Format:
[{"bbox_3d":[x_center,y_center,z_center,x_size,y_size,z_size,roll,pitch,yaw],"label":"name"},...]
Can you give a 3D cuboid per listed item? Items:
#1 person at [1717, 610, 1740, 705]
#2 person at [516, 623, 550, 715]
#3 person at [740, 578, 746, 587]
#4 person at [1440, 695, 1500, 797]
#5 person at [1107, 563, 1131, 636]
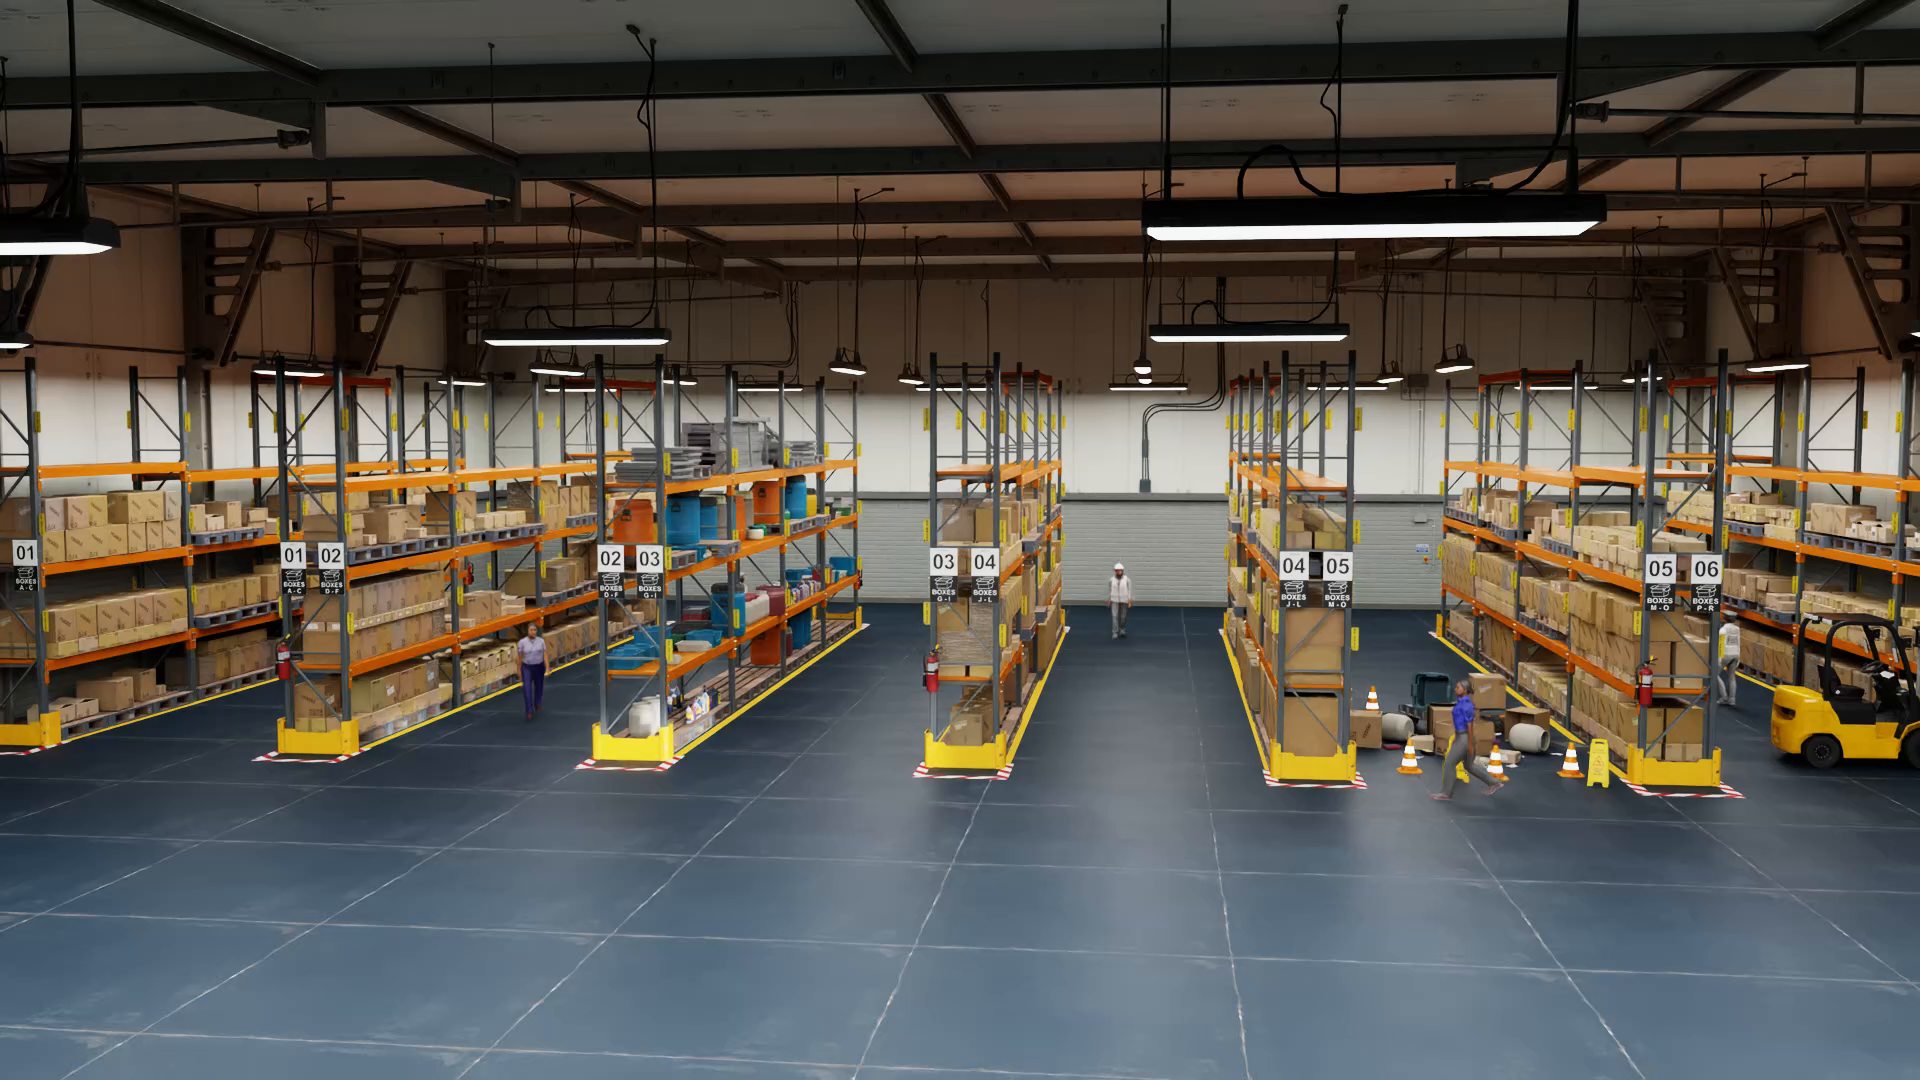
[{"bbox_3d":[13.606,2.086,29.480,0.521,1.697,0.359,-2,4,-24],"label":"person"},{"bbox_3d":[-7.266,2.169,28.256,0.533,1.540,0.894,-1,4,-19],"label":"person"},{"bbox_3d":[-4.973,1.563,36.916,0.548,1.647,0.458,1,4,11],"label":"person"},{"bbox_3d":[6.737,2.709,21.913,0.778,1.347,0.430,1,4,9],"label":"person"},{"bbox_3d":[3.707,1.371,38.643,0.565,1.663,0.906,0,4,7],"label":"person"}]
